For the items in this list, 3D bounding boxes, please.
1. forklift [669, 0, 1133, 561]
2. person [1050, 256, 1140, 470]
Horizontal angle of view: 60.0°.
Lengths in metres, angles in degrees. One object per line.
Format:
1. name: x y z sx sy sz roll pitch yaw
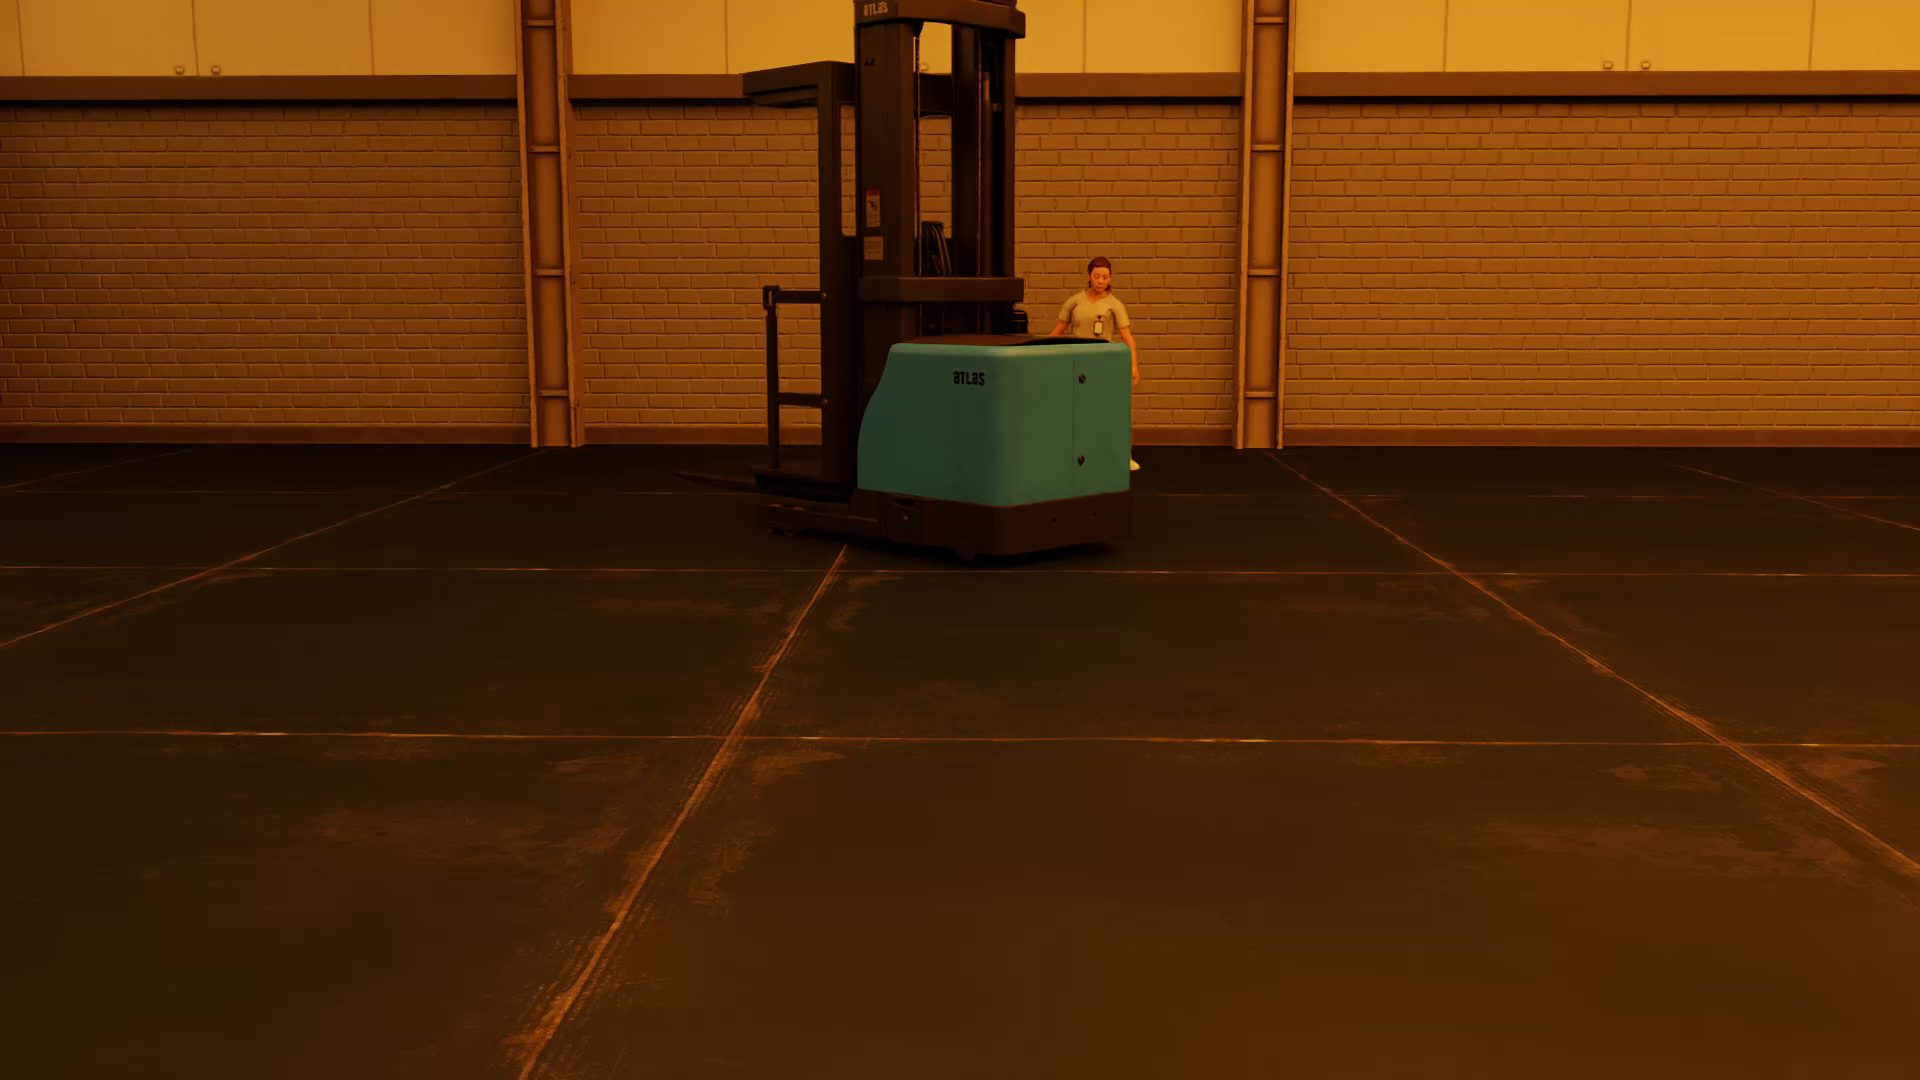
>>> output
1. forklift: -0.492 -1.514 9.207 1.130 2.935 3.031 -8 12 -44
2. person: 0.956 -1.308 12.373 0.798 1.585 0.502 3 9 17
